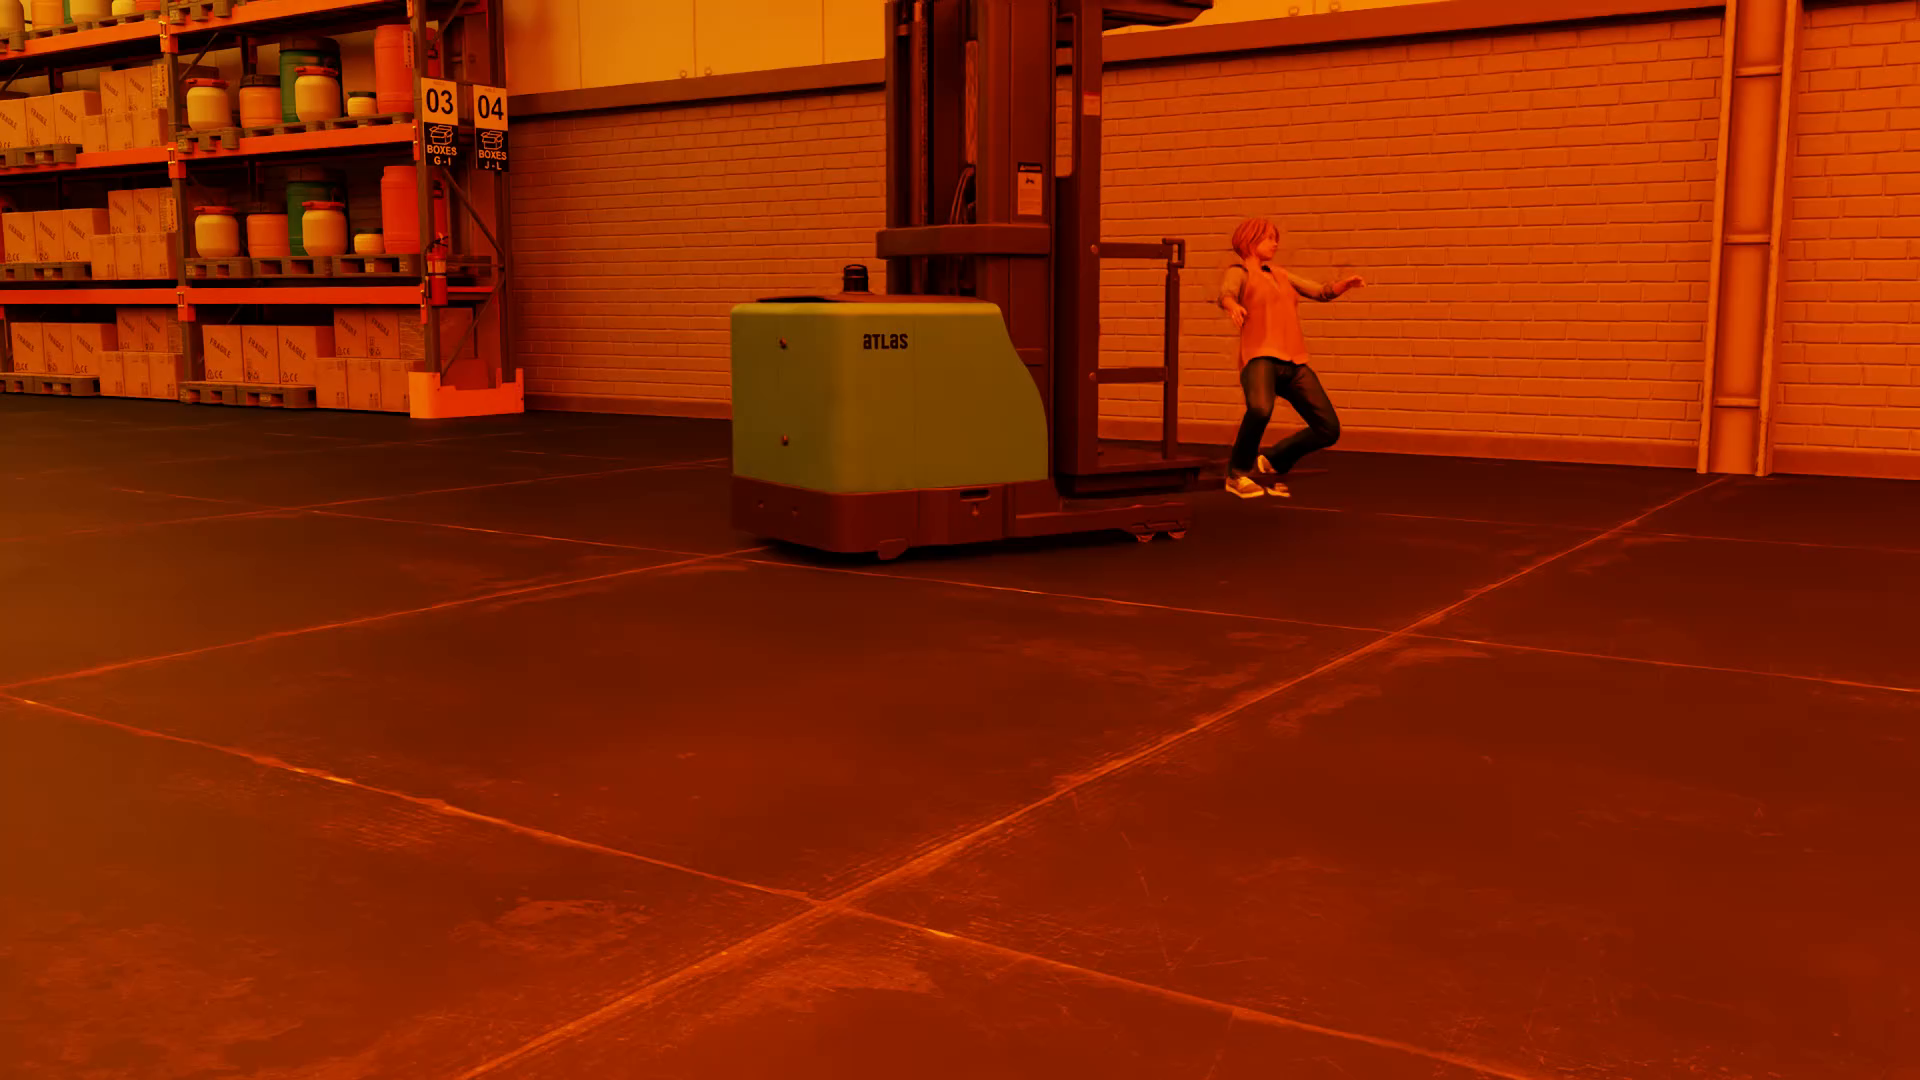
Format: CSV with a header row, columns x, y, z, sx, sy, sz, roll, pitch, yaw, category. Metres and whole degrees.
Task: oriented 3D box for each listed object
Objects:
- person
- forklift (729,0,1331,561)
x,y,z,sx,sy,sz,roll,pitch,yaw,category
1.448,-0.843,7.867,0.768,1.367,0.738,-5,10,-33,person
0.467,-1.503,7.762,3.031,2.935,1.130,-6,10,-34,forklift
